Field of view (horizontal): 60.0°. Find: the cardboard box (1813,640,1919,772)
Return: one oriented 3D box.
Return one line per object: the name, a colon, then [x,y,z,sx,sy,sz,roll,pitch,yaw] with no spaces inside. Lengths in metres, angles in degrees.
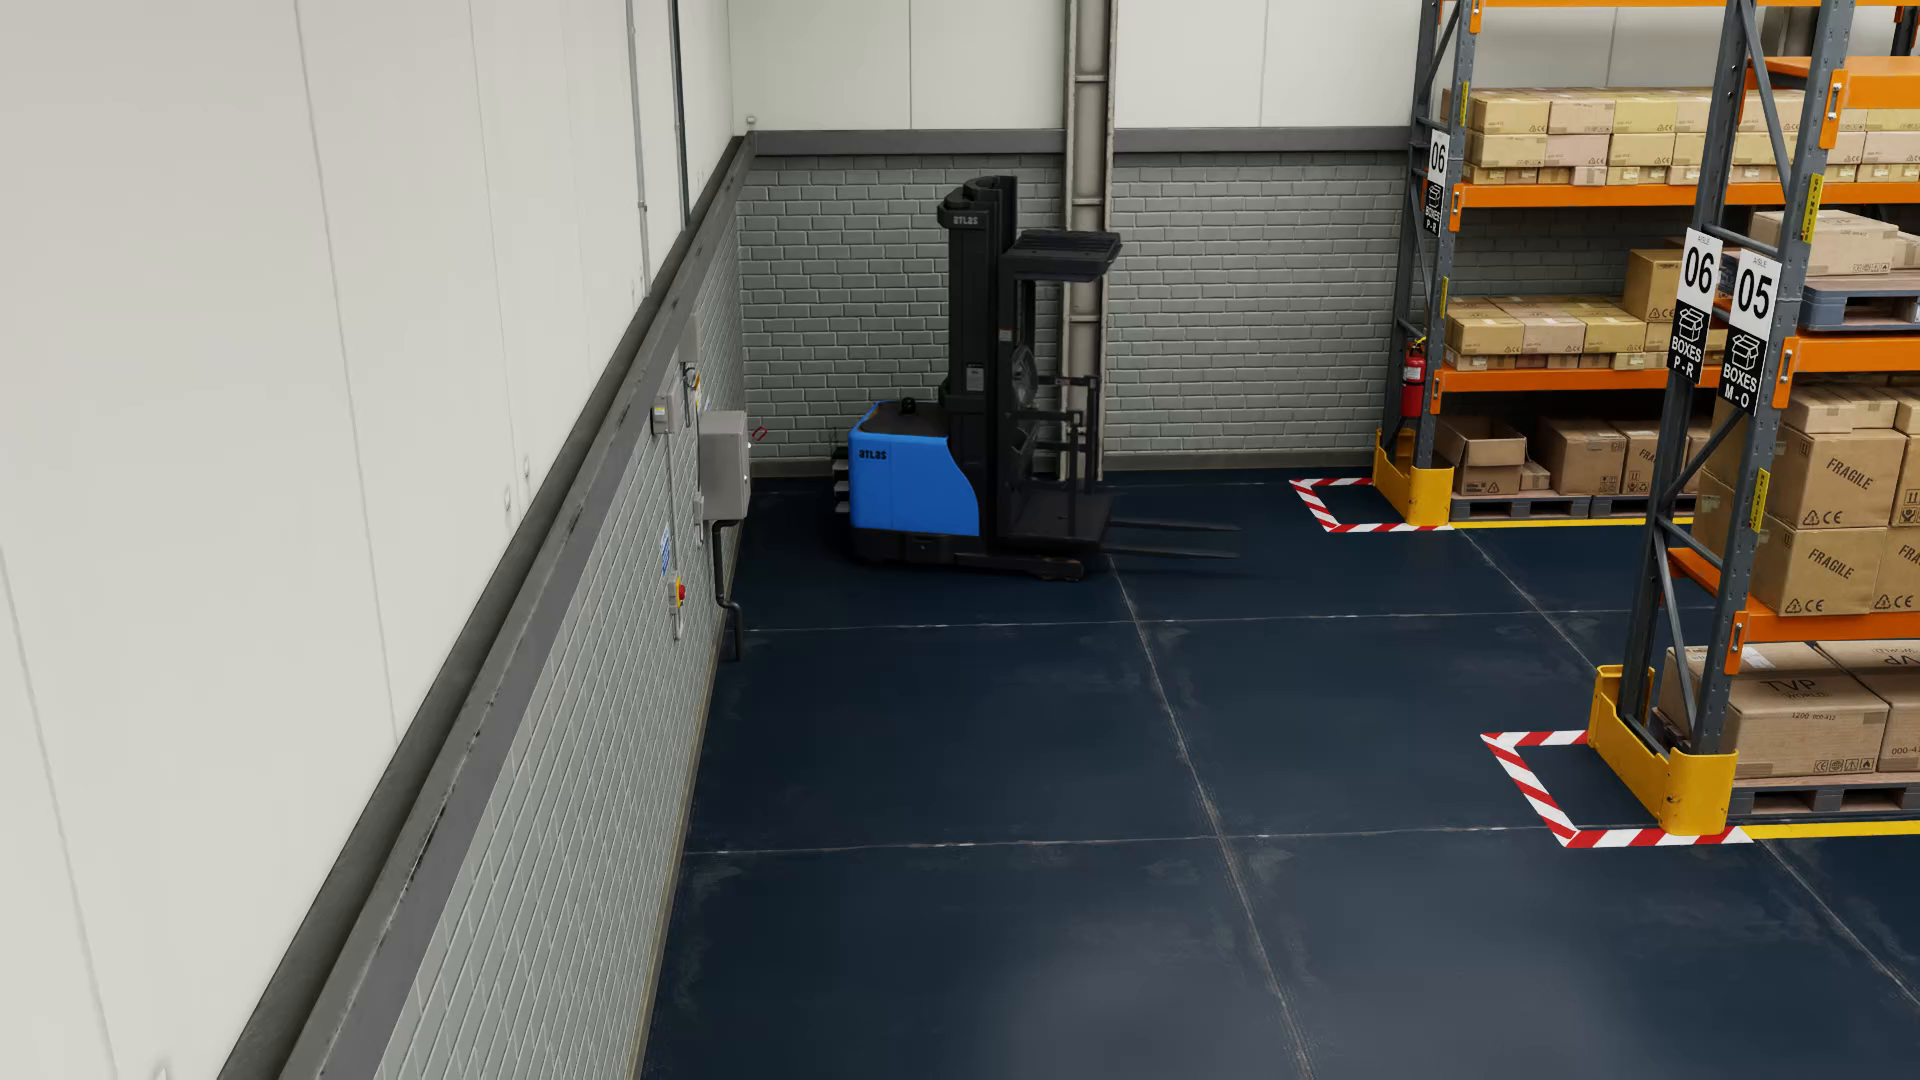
cardboard box: [5.680,0.971,9.866,0.875,0.438,0.875,-1,21,-2]

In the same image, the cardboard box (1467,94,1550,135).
cardboard box: [4.284,-3.347,13.071,0.500,0.250,0.500,-1,21,-4]

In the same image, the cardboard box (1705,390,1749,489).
cardboard box: [4.581,-0.568,9.352,0.500,0.500,0.500,0,21,-1]

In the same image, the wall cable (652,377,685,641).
wall cable: [-1.514,-0.326,8.791,0.123,1.953,0.585,-1,21,-3]

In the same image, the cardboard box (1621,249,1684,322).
cardboard box: [5.793,-2.086,13.624,0.500,0.500,0.500,-1,21,-2]

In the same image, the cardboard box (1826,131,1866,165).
cardboard box: [6.834,-3.162,13.287,0.500,0.250,0.500,-2,21,-5]

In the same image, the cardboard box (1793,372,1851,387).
cardboard box: [4.713,-0.869,9.230,0.250,0.149,0.380,-1,21,-2]

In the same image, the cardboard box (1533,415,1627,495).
cardboard box: [5.298,-0.733,14.254,0.500,0.500,0.700,0,21,-1]

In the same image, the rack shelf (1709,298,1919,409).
rack shelf: [6.111,-1.066,9.001,4.000,0.370,1.077,-1,21,-3]

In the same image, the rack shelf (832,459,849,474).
rack shelf: [-0.917,-0.608,13.528,0.200,0.077,0.258,0,21,8]

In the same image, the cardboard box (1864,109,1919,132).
cardboard box: [7.330,-3.413,13.244,0.500,0.250,0.500,-1,21,-3]

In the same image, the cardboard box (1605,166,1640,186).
cardboard box: [5.191,-2.921,13.216,0.250,0.149,0.380,-1,21,-3]

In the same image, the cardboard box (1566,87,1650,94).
cardboard box: [5.288,-3.560,13.630,0.500,0.250,0.500,-1,21,-3]

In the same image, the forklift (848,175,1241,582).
forklift: [0.690,-1.255,12.798,3.031,2.935,1.130,4,21,11]

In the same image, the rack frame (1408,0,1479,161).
rack frame: [3.827,-4.527,12.863,0.127,3.000,1.000,-1,21,-3]

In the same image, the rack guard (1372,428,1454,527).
rack guard: [3.903,-0.556,14.379,0.348,0.500,1.175,-1,21,-3]

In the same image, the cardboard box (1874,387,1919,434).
cardboard box: [5.008,-0.681,8.736,0.250,0.149,0.380,-1,21,-1]

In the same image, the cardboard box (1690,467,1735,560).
cardboard box: [4.580,-0.110,9.554,0.500,0.500,0.500,-1,21,-3]

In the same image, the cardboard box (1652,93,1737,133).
cardboard box: [5.802,-3.380,13.157,0.500,0.250,0.500,-1,21,-2]

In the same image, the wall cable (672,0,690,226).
wall cable: [-1.711,-3.823,10.962,0.133,3.039,2.988,-1,21,-3]

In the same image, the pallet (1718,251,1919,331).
pallet: [4.854,-1.339,8.831,1.213,0.211,1.003,-1,21,-3]

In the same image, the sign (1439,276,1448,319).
sign: [3.858,-1.935,13.270,0.005,0.325,0.100,-1,21,-3]

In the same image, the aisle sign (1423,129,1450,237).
aisle sign: [3.775,-2.832,13.190,0.004,0.787,0.394,-1,21,-3]

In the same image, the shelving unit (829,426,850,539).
shelving unit: [-0.909,-0.471,13.579,0.210,0.900,0.258,0,21,8]

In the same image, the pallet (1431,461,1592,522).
pallet: [4.698,-0.438,14.474,1.213,0.211,1.003,-1,21,-3]

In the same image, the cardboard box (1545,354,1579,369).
cardboard box: [4.938,-1.537,13.796,0.250,0.149,0.380,-1,21,-1]

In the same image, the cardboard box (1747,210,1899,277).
cardboard box: [4.558,-1.576,8.808,0.500,0.250,0.500,-3,21,-8]

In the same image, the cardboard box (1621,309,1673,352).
cardboard box: [5.814,-1.745,13.782,0.500,0.250,0.500,-2,21,-4]

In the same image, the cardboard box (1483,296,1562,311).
cardboard box: [4.786,-1.906,14.203,0.500,0.250,0.500,-1,21,-3]

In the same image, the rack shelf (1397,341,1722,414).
rack shelf: [5.823,-1.427,14.165,4.000,0.370,1.077,-1,21,-3]

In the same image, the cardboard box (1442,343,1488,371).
cardboard box: [4.171,-1.515,13.737,0.250,0.149,0.380,-1,21,-3]

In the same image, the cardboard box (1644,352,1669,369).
cardboard box: [5.721,-1.536,13.792,0.250,0.149,0.380,-1,21,-2]

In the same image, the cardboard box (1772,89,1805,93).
cardboard box: [6.793,-3.584,13.692,0.500,0.250,0.500,-2,21,-5]

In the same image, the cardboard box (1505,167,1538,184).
cardboard box: [4.418,-2.946,13.280,0.250,0.149,0.380,-1,21,-2]

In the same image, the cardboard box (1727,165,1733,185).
cardboard box: [5.943,-2.935,13.251,0.250,0.149,0.380,-1,21,-2]

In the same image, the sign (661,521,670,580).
sign: [-1.573,0.055,8.881,0.001,0.218,0.327,-1,21,-3]

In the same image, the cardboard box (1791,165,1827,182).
cardboard box: [6.719,-2.967,13.335,0.250,0.149,0.380,-1,21,-3]

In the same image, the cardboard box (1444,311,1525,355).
cardboard box: [4.295,-1.705,13.677,0.500,0.250,0.500,-1,21,-3]

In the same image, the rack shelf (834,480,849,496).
rack shelf: [-0.908,-0.440,13.591,0.200,0.077,0.258,0,21,8]

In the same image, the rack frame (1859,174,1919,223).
rack frame: [7.820,-1.804,14.144,0.127,3.000,1.000,-1,21,-3]

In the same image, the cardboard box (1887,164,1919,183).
cardboard box: [7.478,-2.976,13.360,0.250,0.149,0.380,-1,21,-3]

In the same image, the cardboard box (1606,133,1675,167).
cardboard box: [5.303,-3.129,13.201,0.500,0.250,0.500,-2,21,-5]
